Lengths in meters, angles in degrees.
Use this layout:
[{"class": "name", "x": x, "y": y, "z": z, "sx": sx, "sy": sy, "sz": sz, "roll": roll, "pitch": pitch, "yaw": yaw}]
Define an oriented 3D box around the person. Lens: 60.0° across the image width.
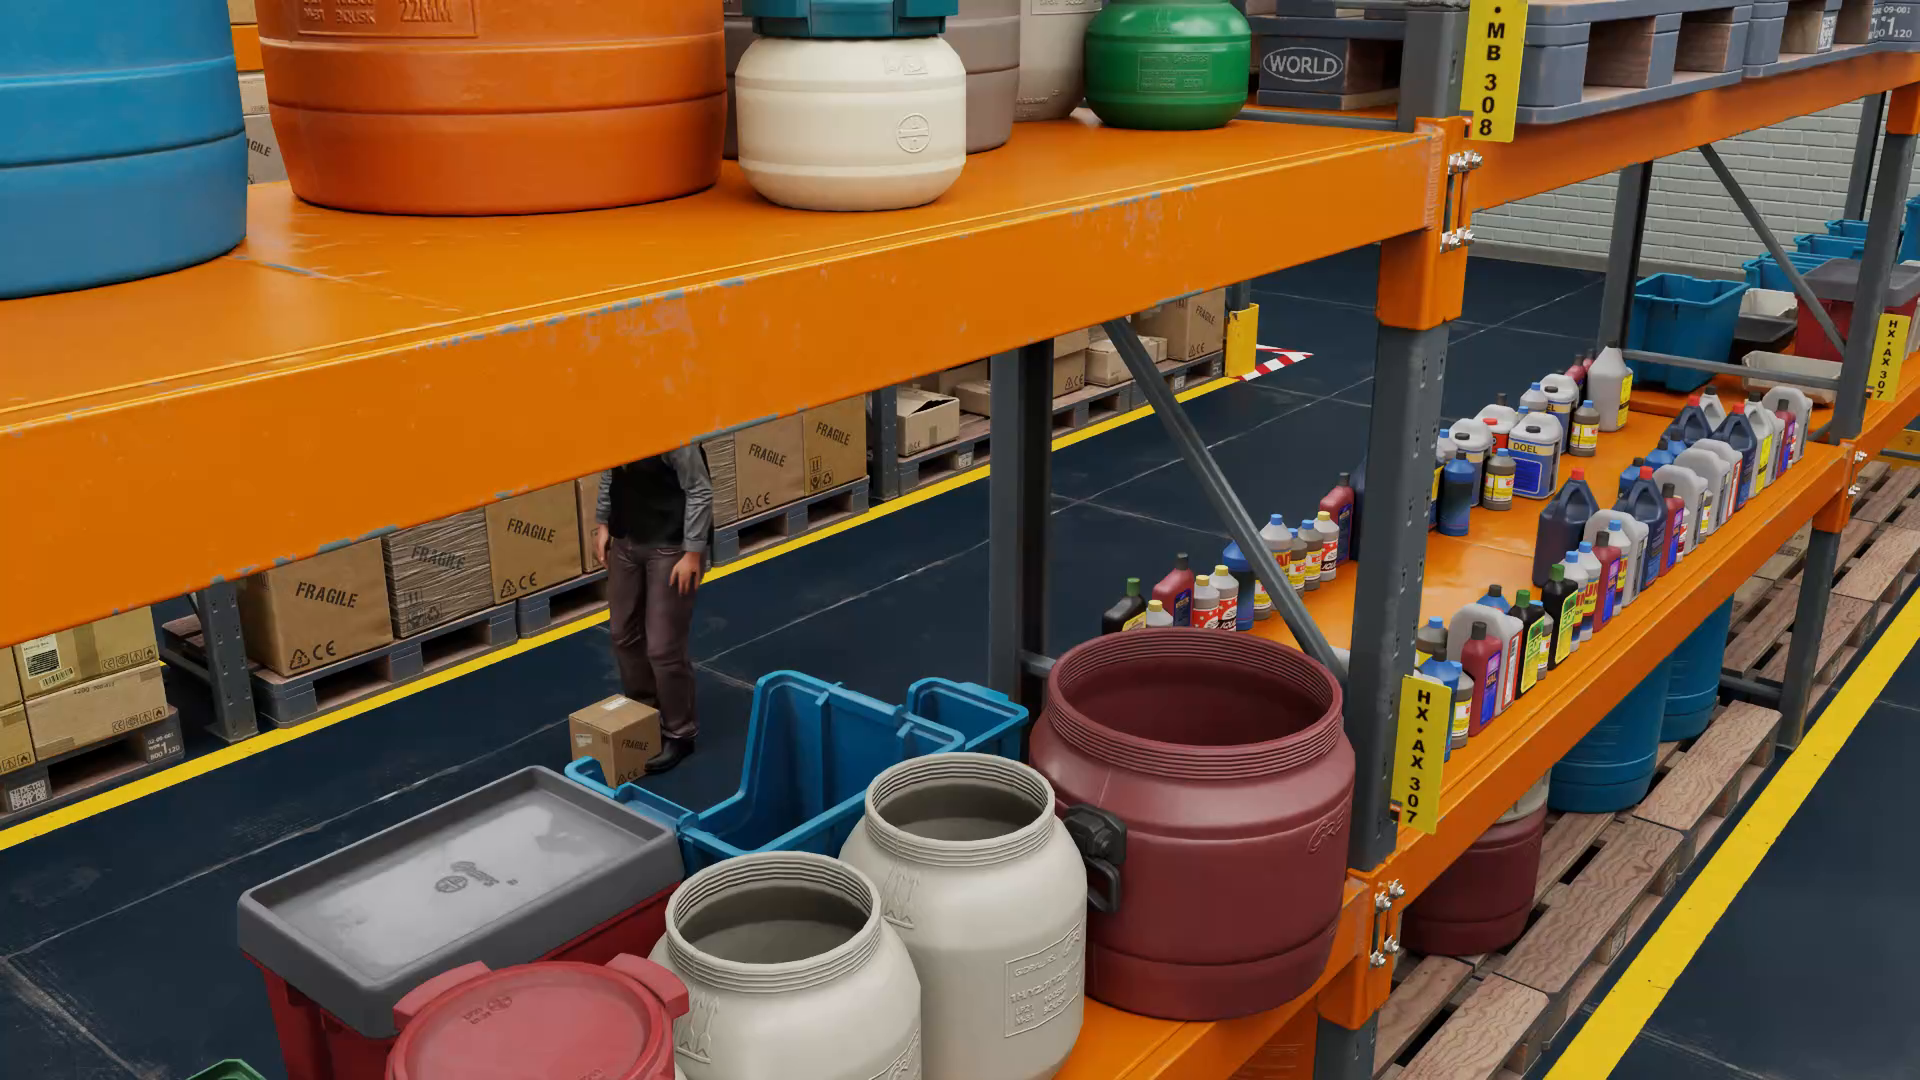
[{"class": "person", "x": -1.205, "y": 0.034, "z": 6.516, "sx": 0.581, "sy": 1.721, "sz": 0.461, "roll": 15, "pitch": 25, "yaw": 36}]
